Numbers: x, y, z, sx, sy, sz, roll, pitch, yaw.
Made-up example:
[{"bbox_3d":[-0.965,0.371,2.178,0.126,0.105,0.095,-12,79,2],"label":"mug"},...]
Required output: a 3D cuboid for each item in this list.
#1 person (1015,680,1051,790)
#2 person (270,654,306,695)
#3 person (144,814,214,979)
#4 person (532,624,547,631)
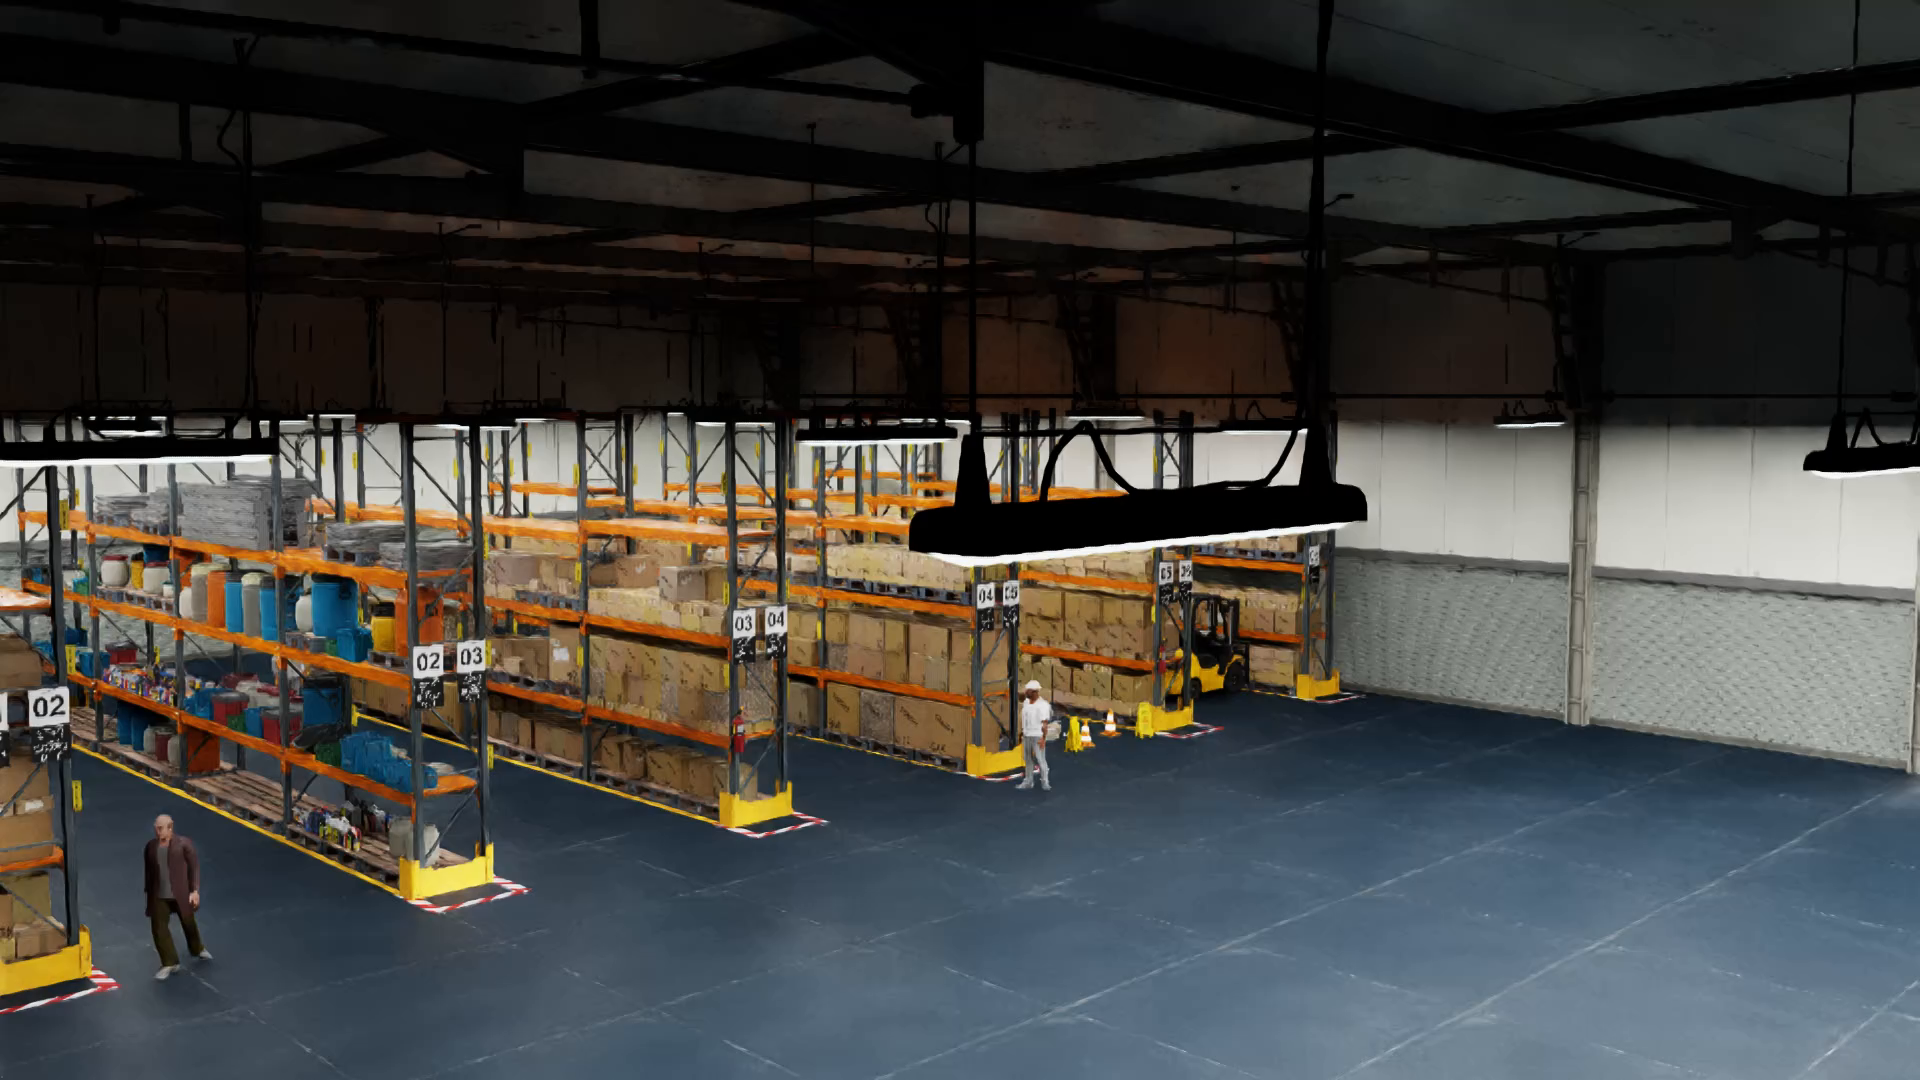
[{"bbox_3d":[1.187,3.123,26.697,0.473,1.763,0.626,-4,6,-40],"label":"person"},{"bbox_3d":[-13.165,2.646,32.630,0.574,1.726,0.677,5,7,43],"label":"person"},{"bbox_3d":[-8.632,3.865,18.289,0.665,1.764,0.691,-1,5,-8],"label":"person"},{"bbox_3d":[-11.362,1.636,44.671,0.492,1.652,0.650,0,5,2],"label":"person"}]
